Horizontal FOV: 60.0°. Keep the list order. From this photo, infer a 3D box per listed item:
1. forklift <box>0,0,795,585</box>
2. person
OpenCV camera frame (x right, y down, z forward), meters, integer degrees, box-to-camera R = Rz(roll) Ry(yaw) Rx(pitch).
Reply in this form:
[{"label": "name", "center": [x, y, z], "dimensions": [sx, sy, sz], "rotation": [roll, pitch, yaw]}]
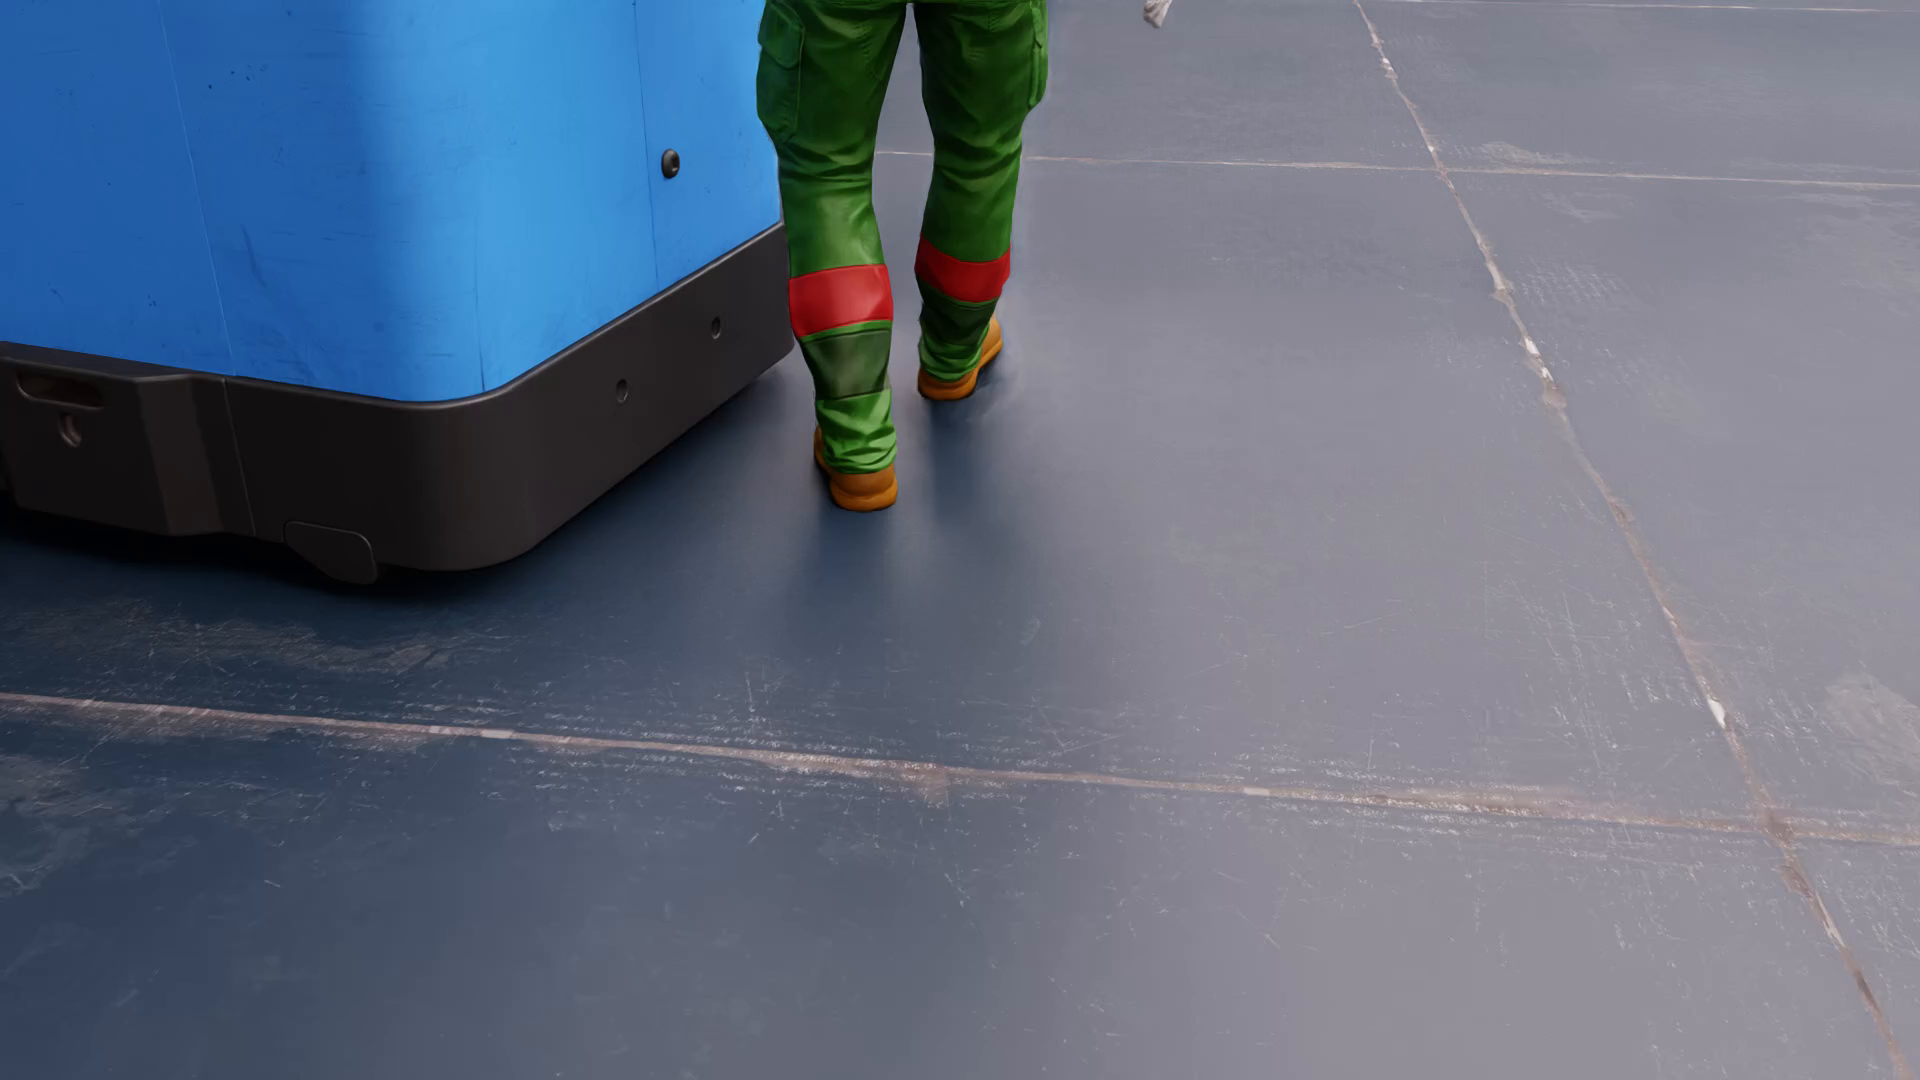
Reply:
[{"label": "forklift", "center": [-1.876, -1.642, 2.508], "dimensions": [3.031, 2.935, 1.130], "rotation": [9, 28, 18]}, {"label": "person", "center": [-0.093, -0.976, 2.521], "dimensions": [0.781, 1.743, 0.715], "rotation": [-4, 27, -8]}]
